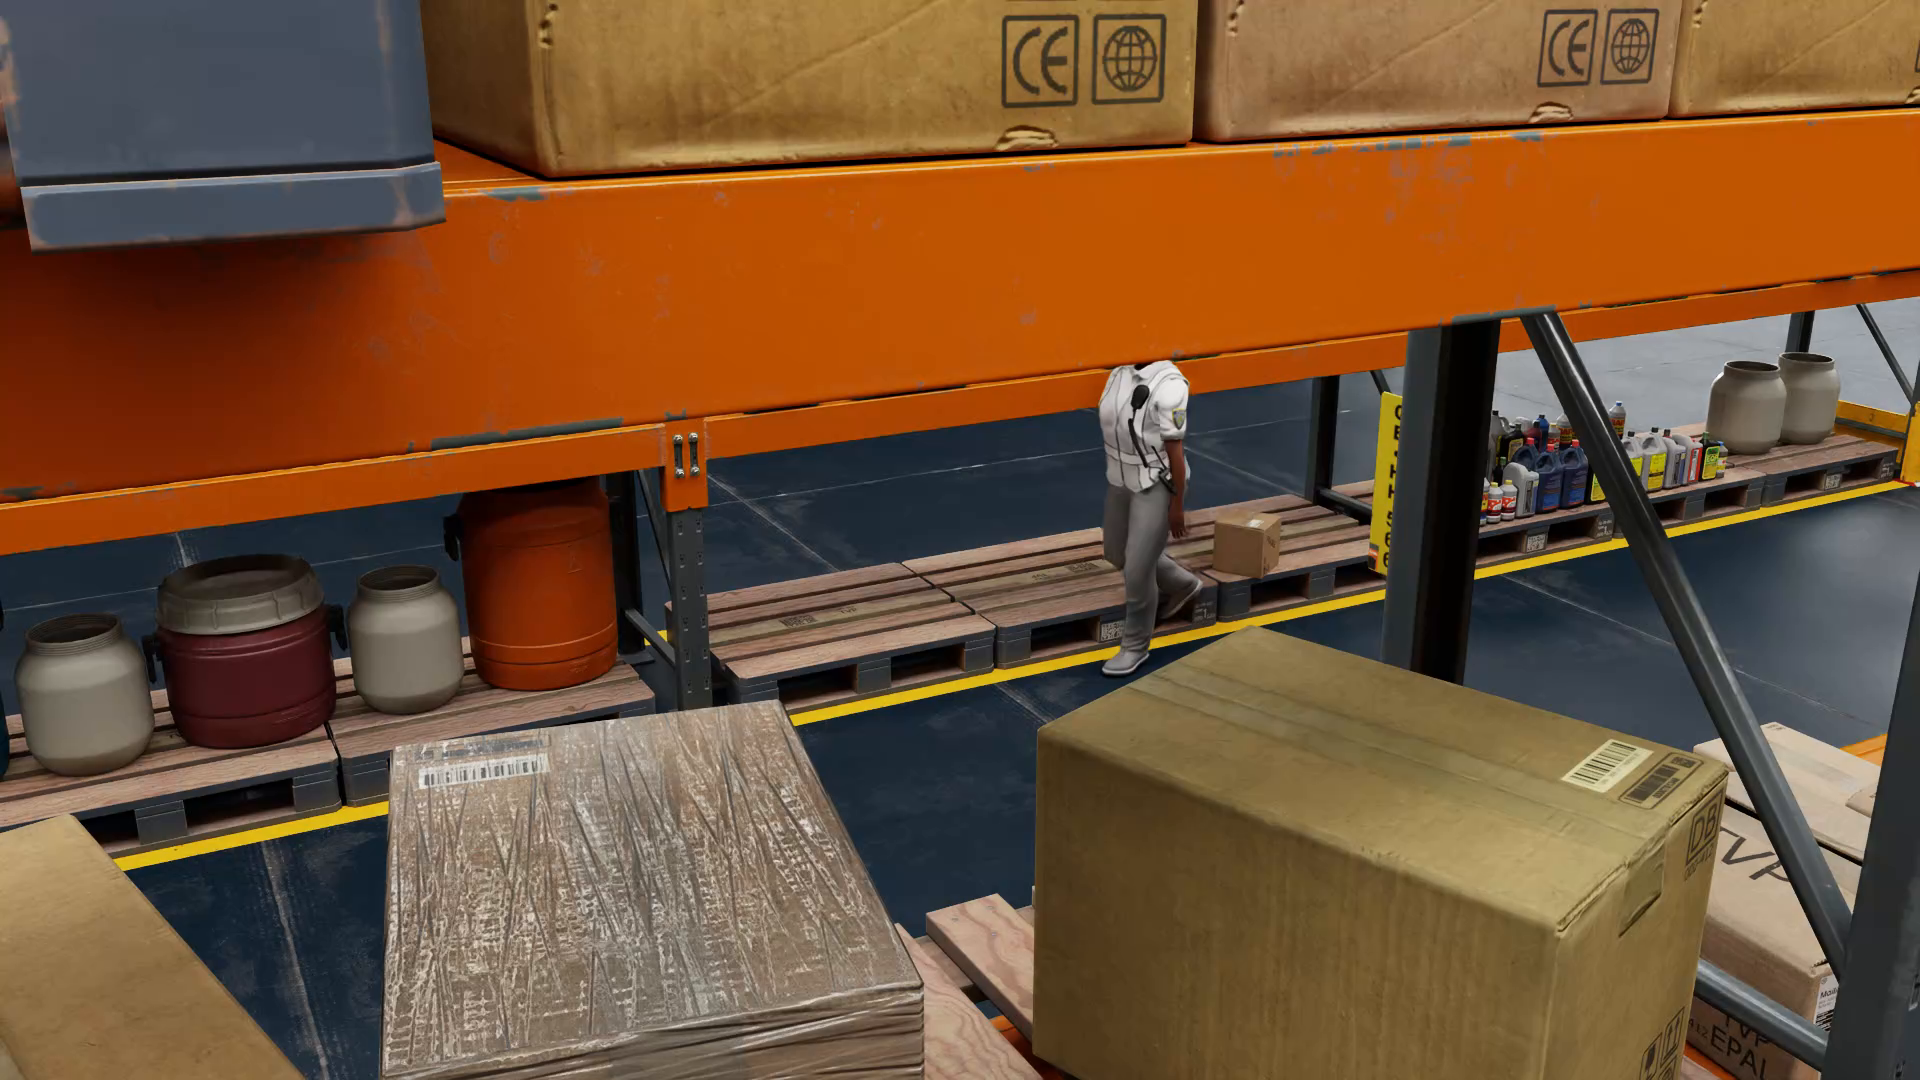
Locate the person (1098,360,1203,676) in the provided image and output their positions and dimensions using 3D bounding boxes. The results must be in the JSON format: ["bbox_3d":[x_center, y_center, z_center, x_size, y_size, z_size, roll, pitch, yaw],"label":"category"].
[{"bbox_3d":[0.886,-0.261,7.318,0.682,1.657,0.525,-12,22,-31],"label":"person"}]
